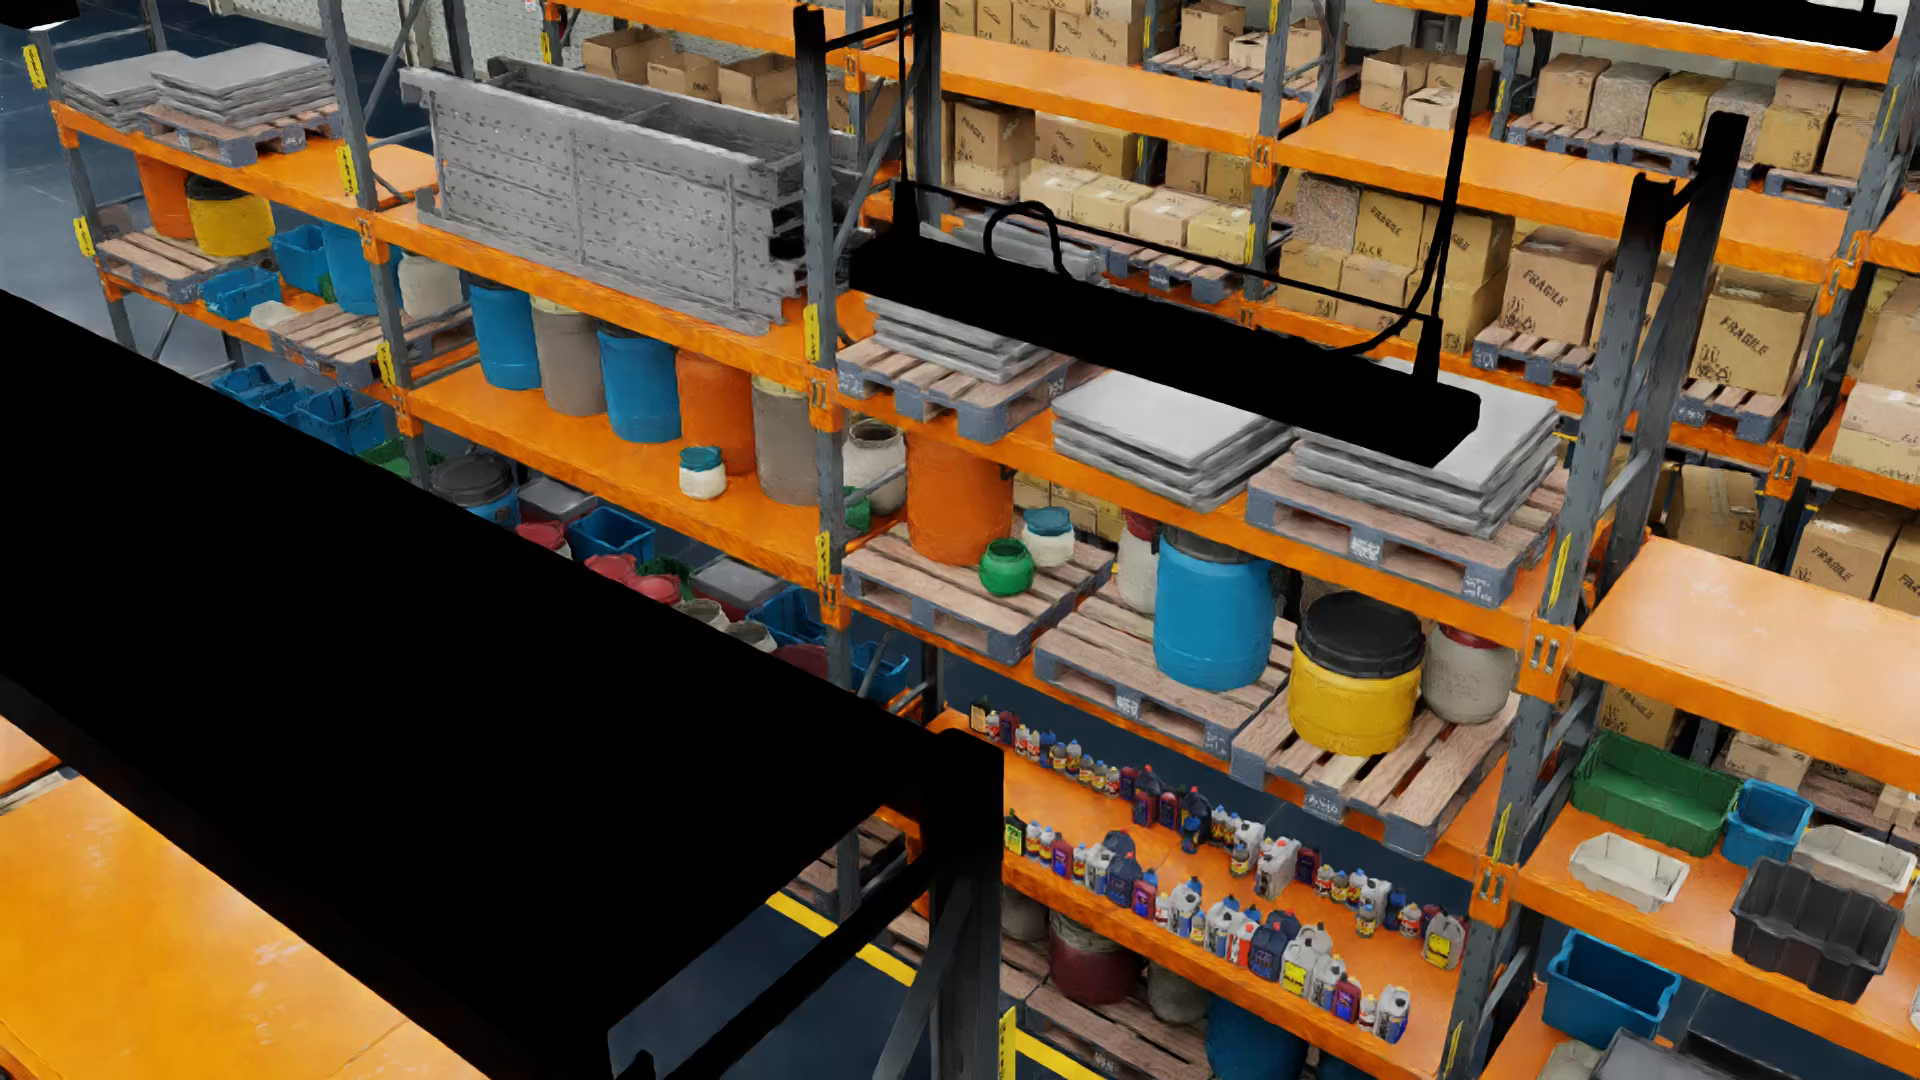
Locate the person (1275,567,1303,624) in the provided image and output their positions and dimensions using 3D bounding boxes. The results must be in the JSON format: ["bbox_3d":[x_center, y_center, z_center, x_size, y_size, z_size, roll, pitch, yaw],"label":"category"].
[{"bbox_3d":[2.329,0.742,12.452,1.105,1.643,0.546,20,37,30],"label":"person"}]
